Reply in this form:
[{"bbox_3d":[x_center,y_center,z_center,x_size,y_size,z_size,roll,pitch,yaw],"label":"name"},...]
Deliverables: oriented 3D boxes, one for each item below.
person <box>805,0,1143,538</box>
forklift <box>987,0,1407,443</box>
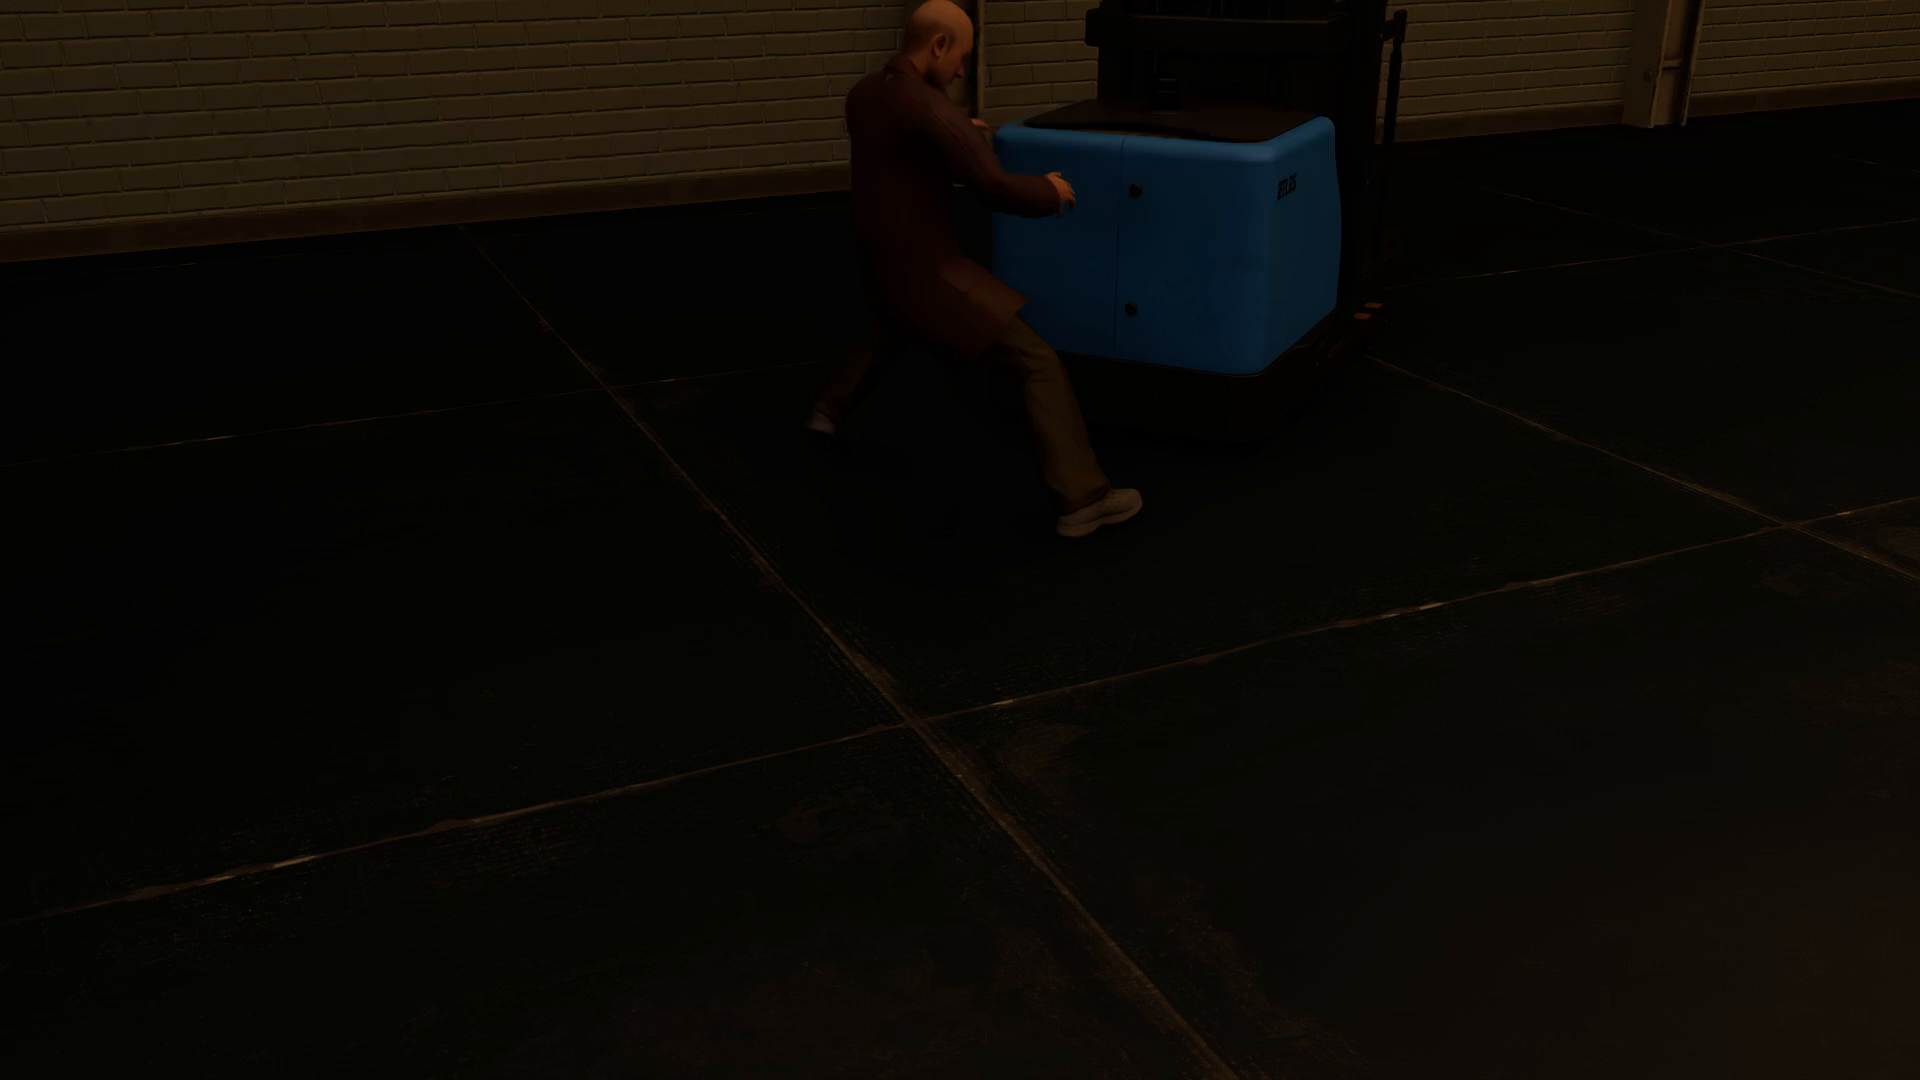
[{"bbox_3d":[-0.007,-0.926,5.326,0.767,1.540,1.343,-11,25,-25],"label":"person"},{"bbox_3d":[1.210,-2.215,6.619,1.130,2.935,3.031,11,25,24],"label":"forklift"}]
